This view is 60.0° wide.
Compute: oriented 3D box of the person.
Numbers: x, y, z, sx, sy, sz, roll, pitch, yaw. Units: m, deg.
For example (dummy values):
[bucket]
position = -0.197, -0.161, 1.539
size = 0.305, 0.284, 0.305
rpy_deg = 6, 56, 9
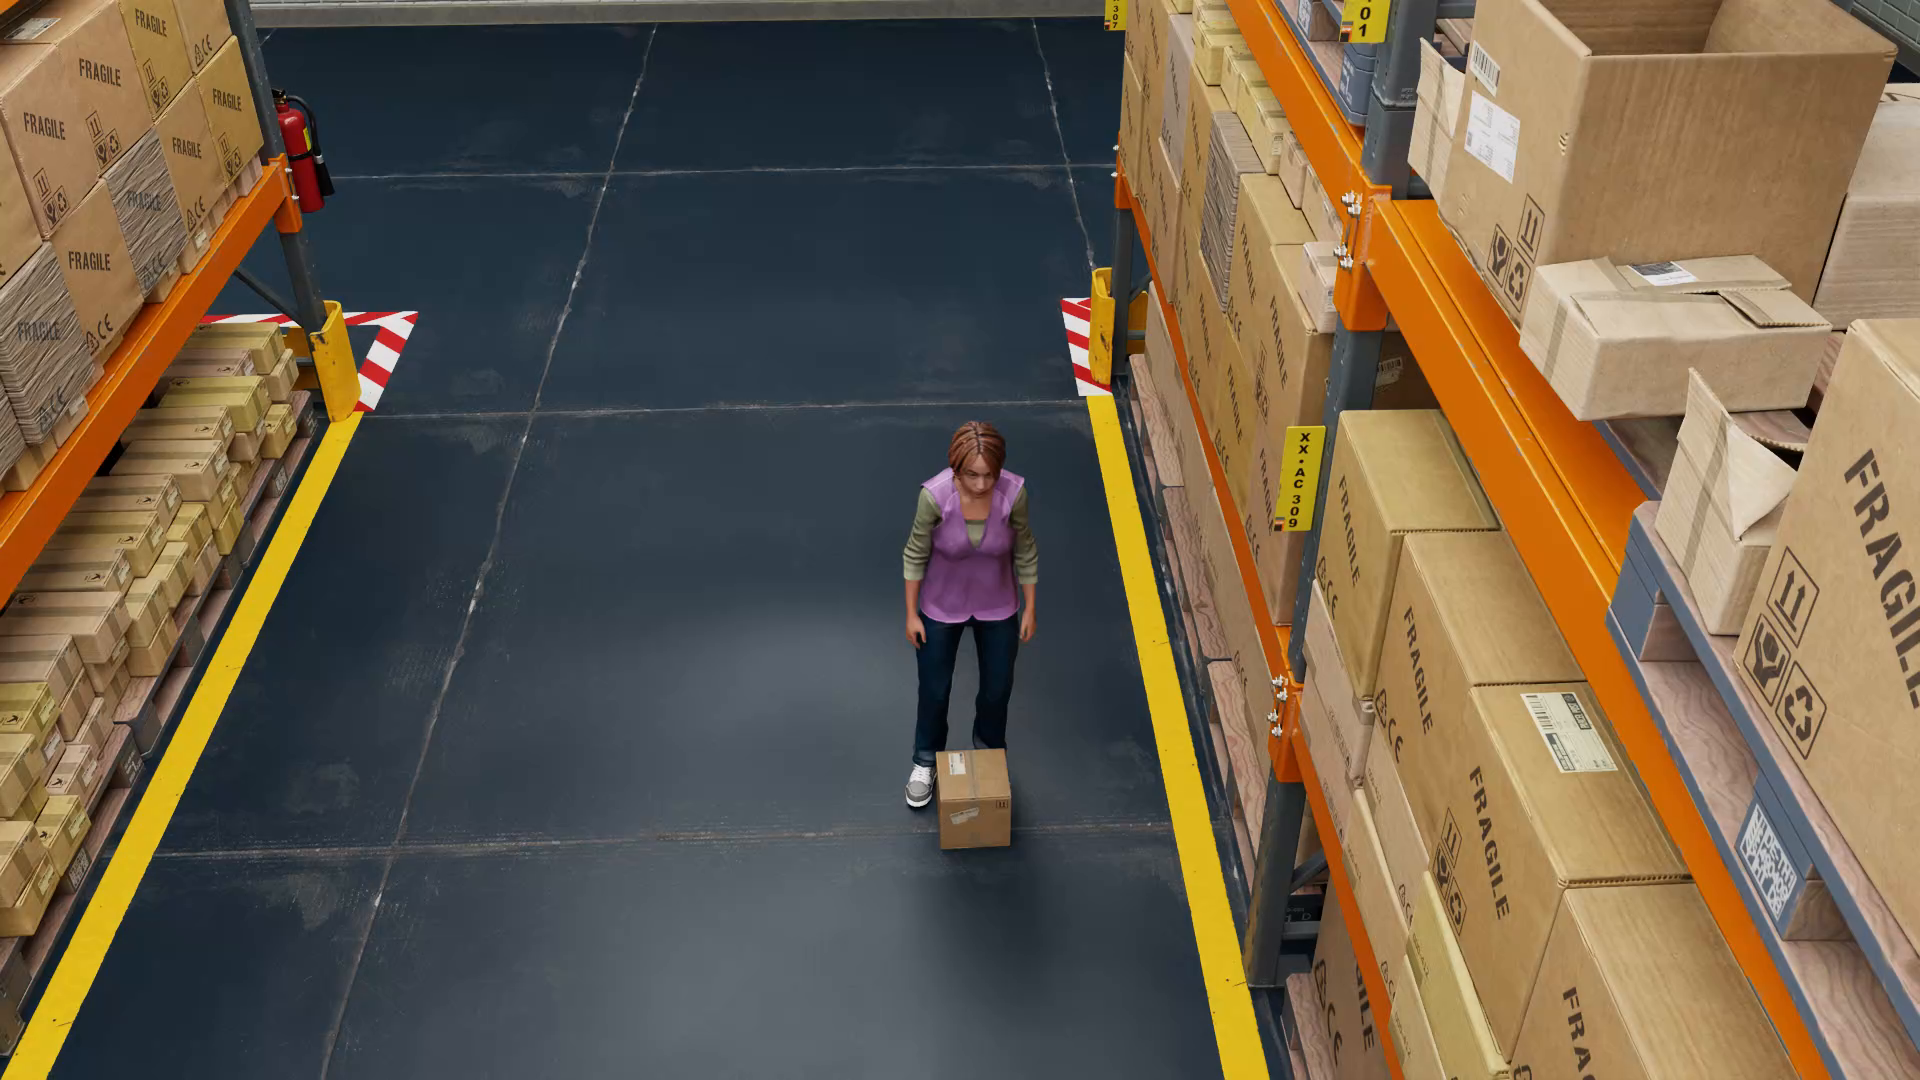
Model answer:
[person]
position = 0.031, 0.252, 5.805
size = 0.482, 1.594, 0.341
rpy_deg = -3, 36, -4
